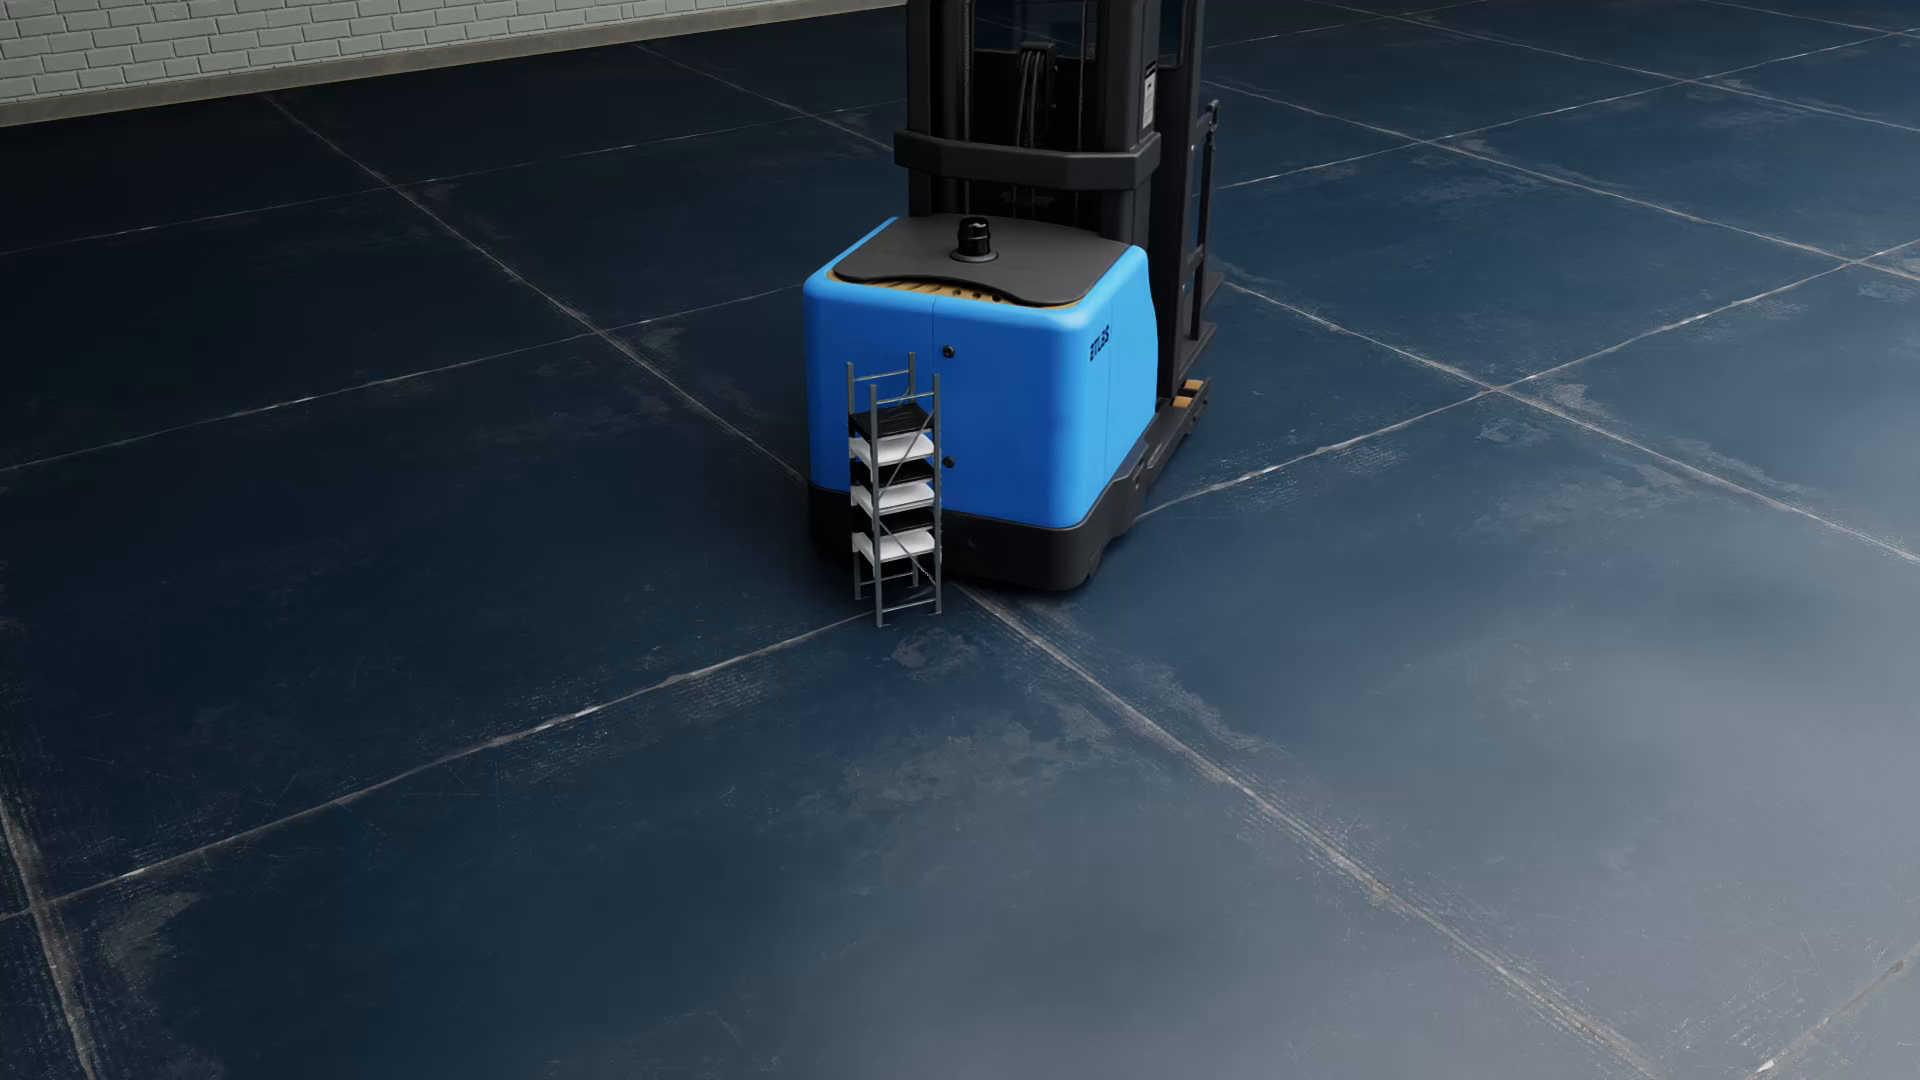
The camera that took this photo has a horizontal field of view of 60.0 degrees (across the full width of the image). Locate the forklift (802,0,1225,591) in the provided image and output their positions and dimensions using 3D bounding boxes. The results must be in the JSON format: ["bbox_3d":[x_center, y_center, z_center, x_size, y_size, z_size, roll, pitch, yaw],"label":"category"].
[{"bbox_3d":[0.448,-1.797,6.487,1.130,2.935,3.031,10,30,18],"label":"forklift"}]

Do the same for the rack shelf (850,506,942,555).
[{"bbox_3d":[-0.218,-0.052,5.662,0.258,0.077,0.200,-12,31,-21],"label":"rack shelf"}]

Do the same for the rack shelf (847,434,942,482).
[{"bbox_3d":[-0.218,-0.290,5.533,0.258,0.077,0.200,-12,31,-21],"label":"rack shelf"}]

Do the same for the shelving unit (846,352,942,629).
[{"bbox_3d":[-0.218,-0.161,5.603,0.258,0.900,0.210,-12,31,-21],"label":"shelving unit"}]

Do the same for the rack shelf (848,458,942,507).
[{"bbox_3d":[-0.218,-0.211,5.576,0.258,0.077,0.200,-12,31,-21],"label":"rack shelf"}]

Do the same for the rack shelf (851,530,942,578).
[{"bbox_3d":[-0.218,0.027,5.705,0.258,0.077,0.200,-12,31,-21],"label":"rack shelf"}]

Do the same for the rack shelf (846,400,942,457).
[{"bbox_3d":[-0.218,-0.369,5.490,0.258,0.077,0.200,-12,31,-21],"label":"rack shelf"}]

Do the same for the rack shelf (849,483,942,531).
[{"bbox_3d":[-0.218,-0.132,5.619,0.258,0.077,0.200,-12,31,-21],"label":"rack shelf"}]

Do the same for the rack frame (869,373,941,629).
[{"bbox_3d":[-0.177,-0.117,5.522,0.240,0.900,0.006,-12,31,-21],"label":"rack frame"}]

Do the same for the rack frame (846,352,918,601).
[{"bbox_3d":[-0.260,-0.205,5.685,0.240,0.900,0.006,-12,31,-21],"label":"rack frame"}]
